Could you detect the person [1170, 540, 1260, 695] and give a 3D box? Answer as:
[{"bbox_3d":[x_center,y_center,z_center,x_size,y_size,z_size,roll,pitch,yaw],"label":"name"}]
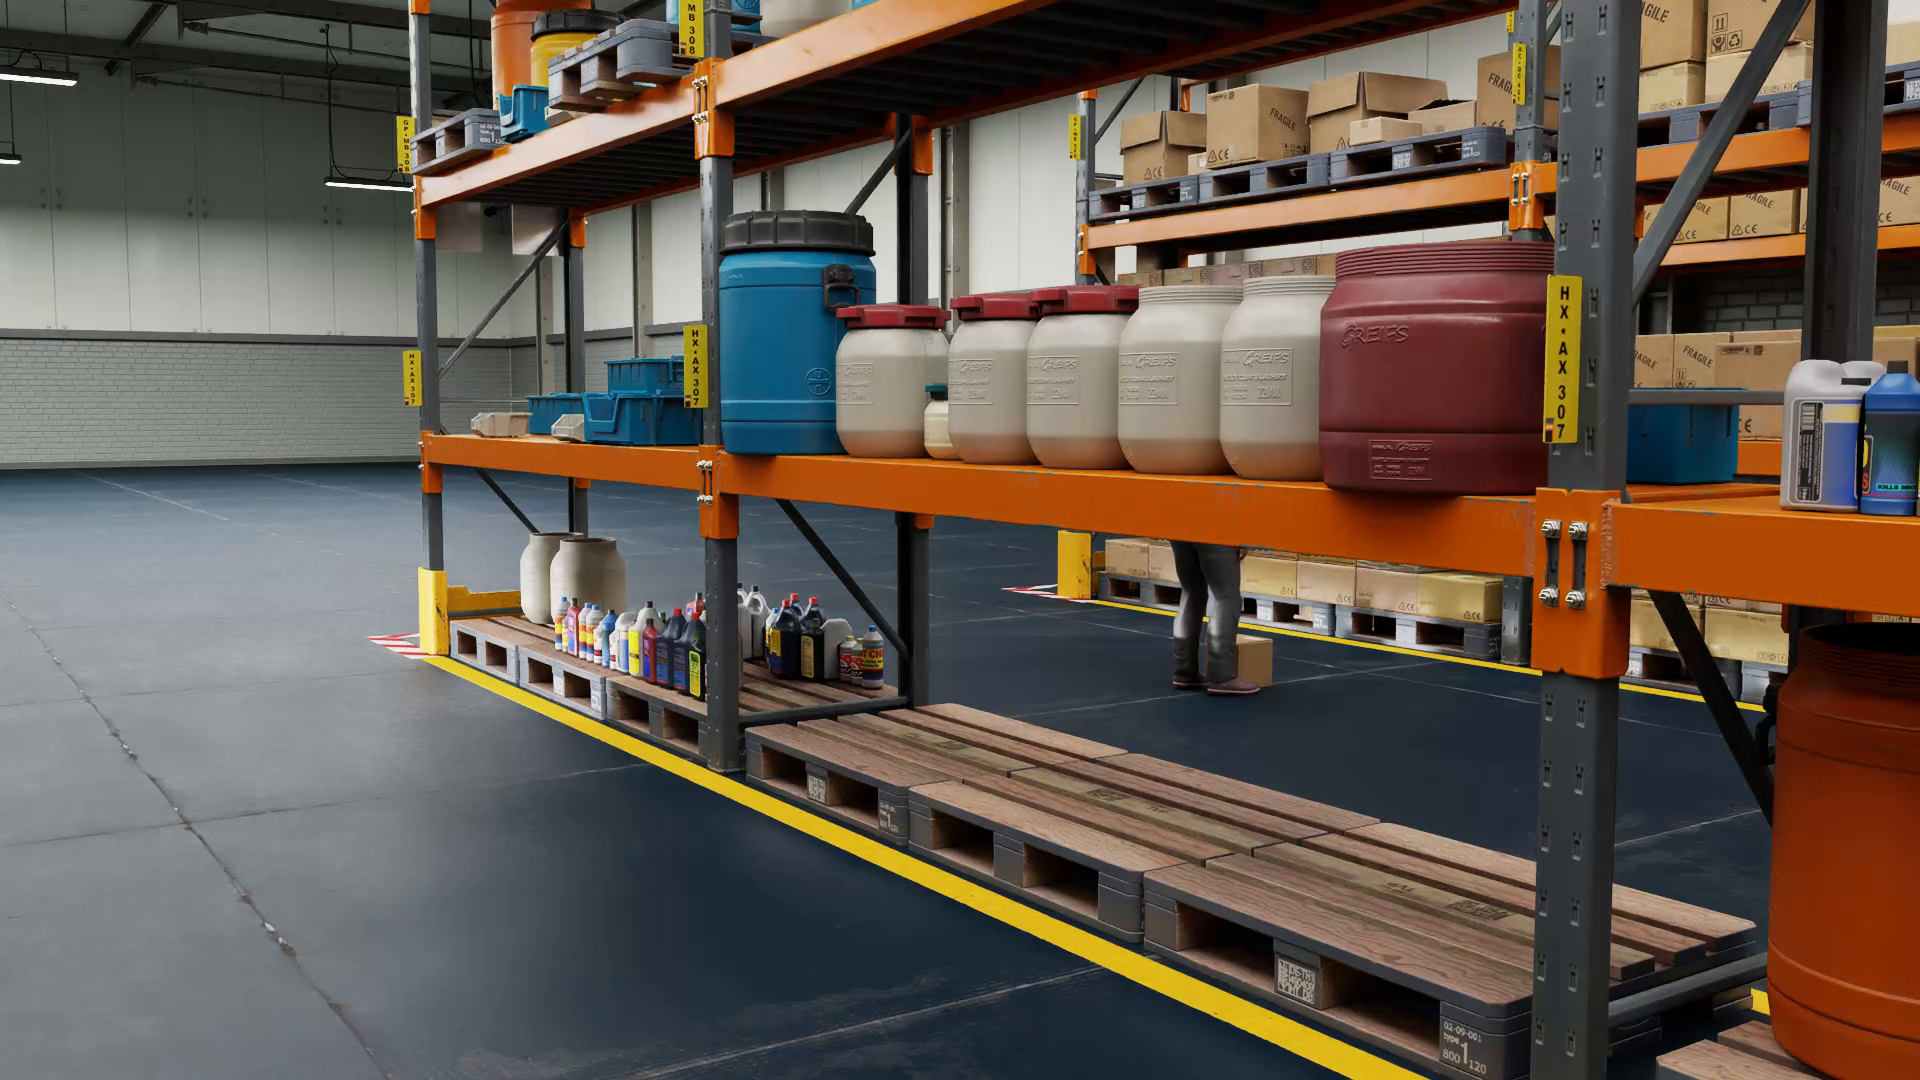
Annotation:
[{"bbox_3d":[1.289,-0.043,8.617,0.350,1.655,0.524,-3,6,-35],"label":"person"}]
